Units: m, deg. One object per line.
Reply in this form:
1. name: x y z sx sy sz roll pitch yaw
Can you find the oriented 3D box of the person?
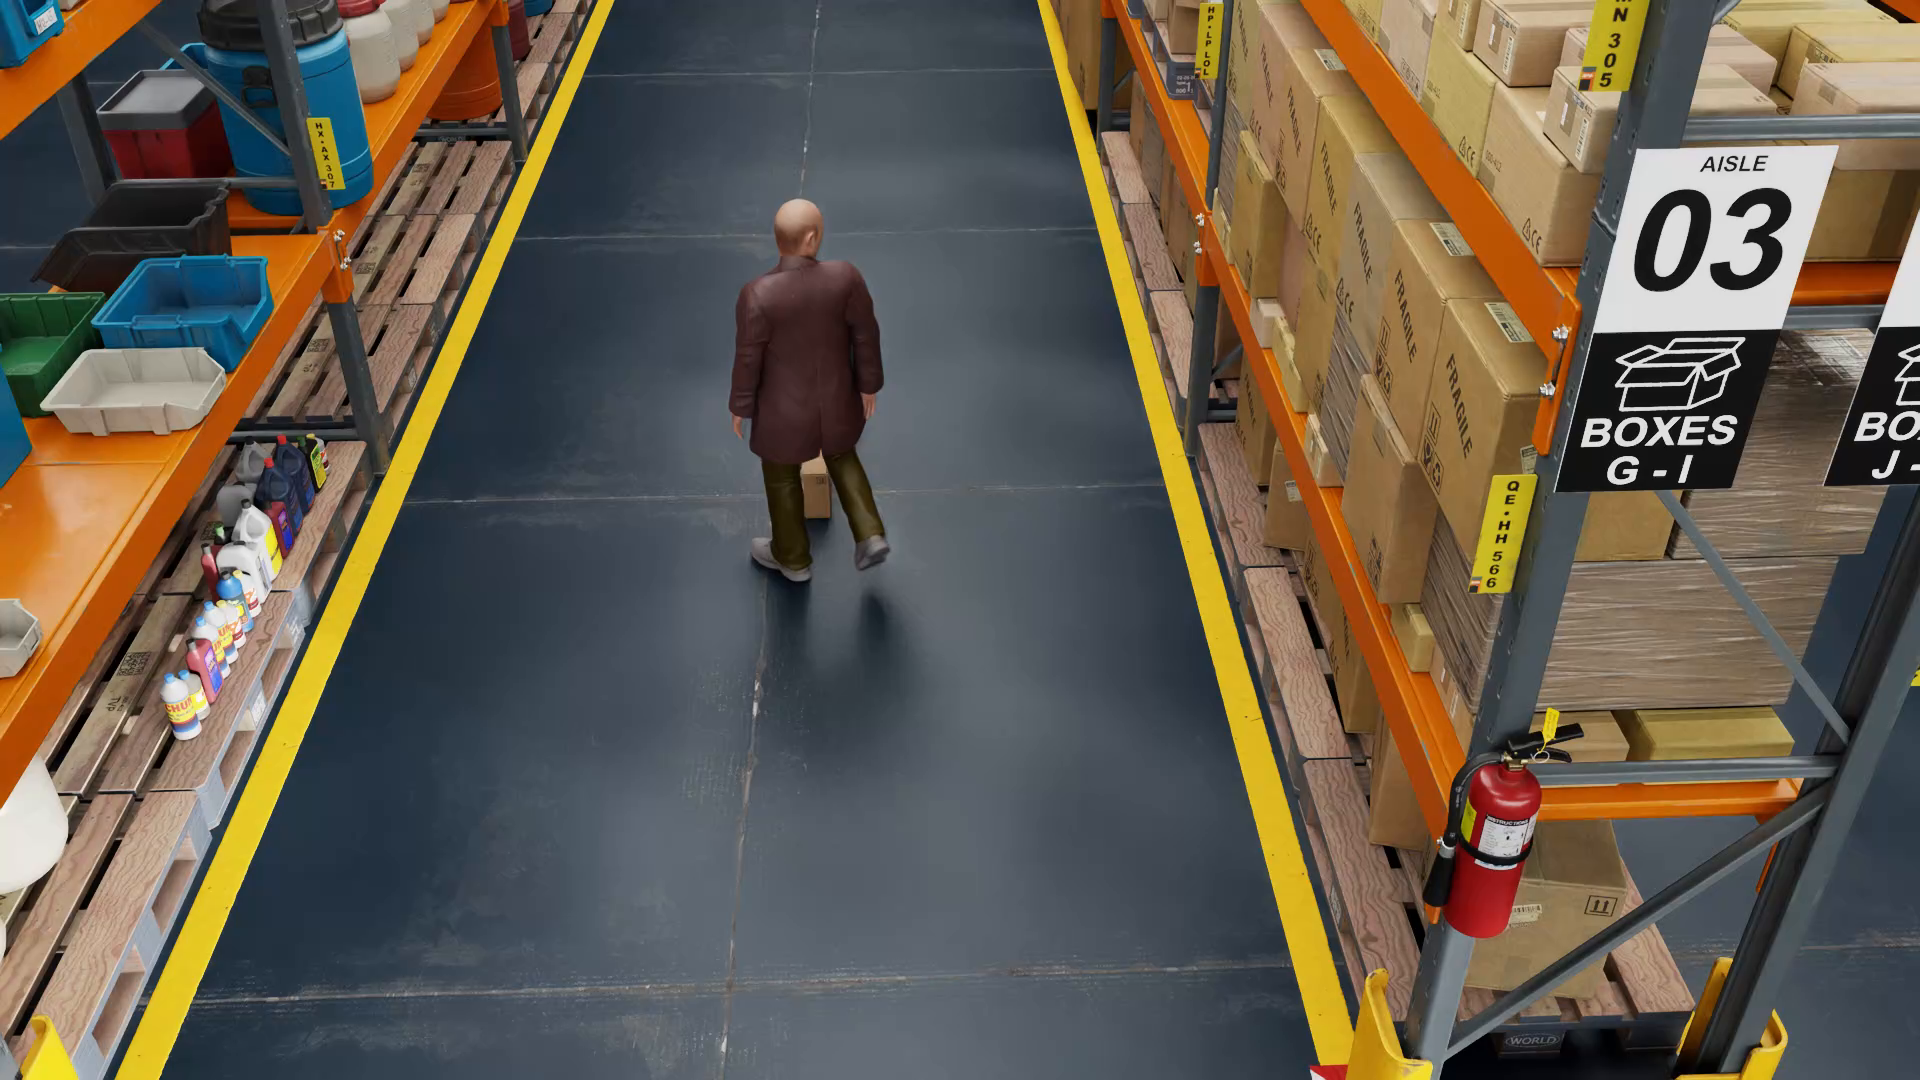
1. person: -0.627 -0.566 6.942 0.649 1.772 0.674 -16 38 -22
